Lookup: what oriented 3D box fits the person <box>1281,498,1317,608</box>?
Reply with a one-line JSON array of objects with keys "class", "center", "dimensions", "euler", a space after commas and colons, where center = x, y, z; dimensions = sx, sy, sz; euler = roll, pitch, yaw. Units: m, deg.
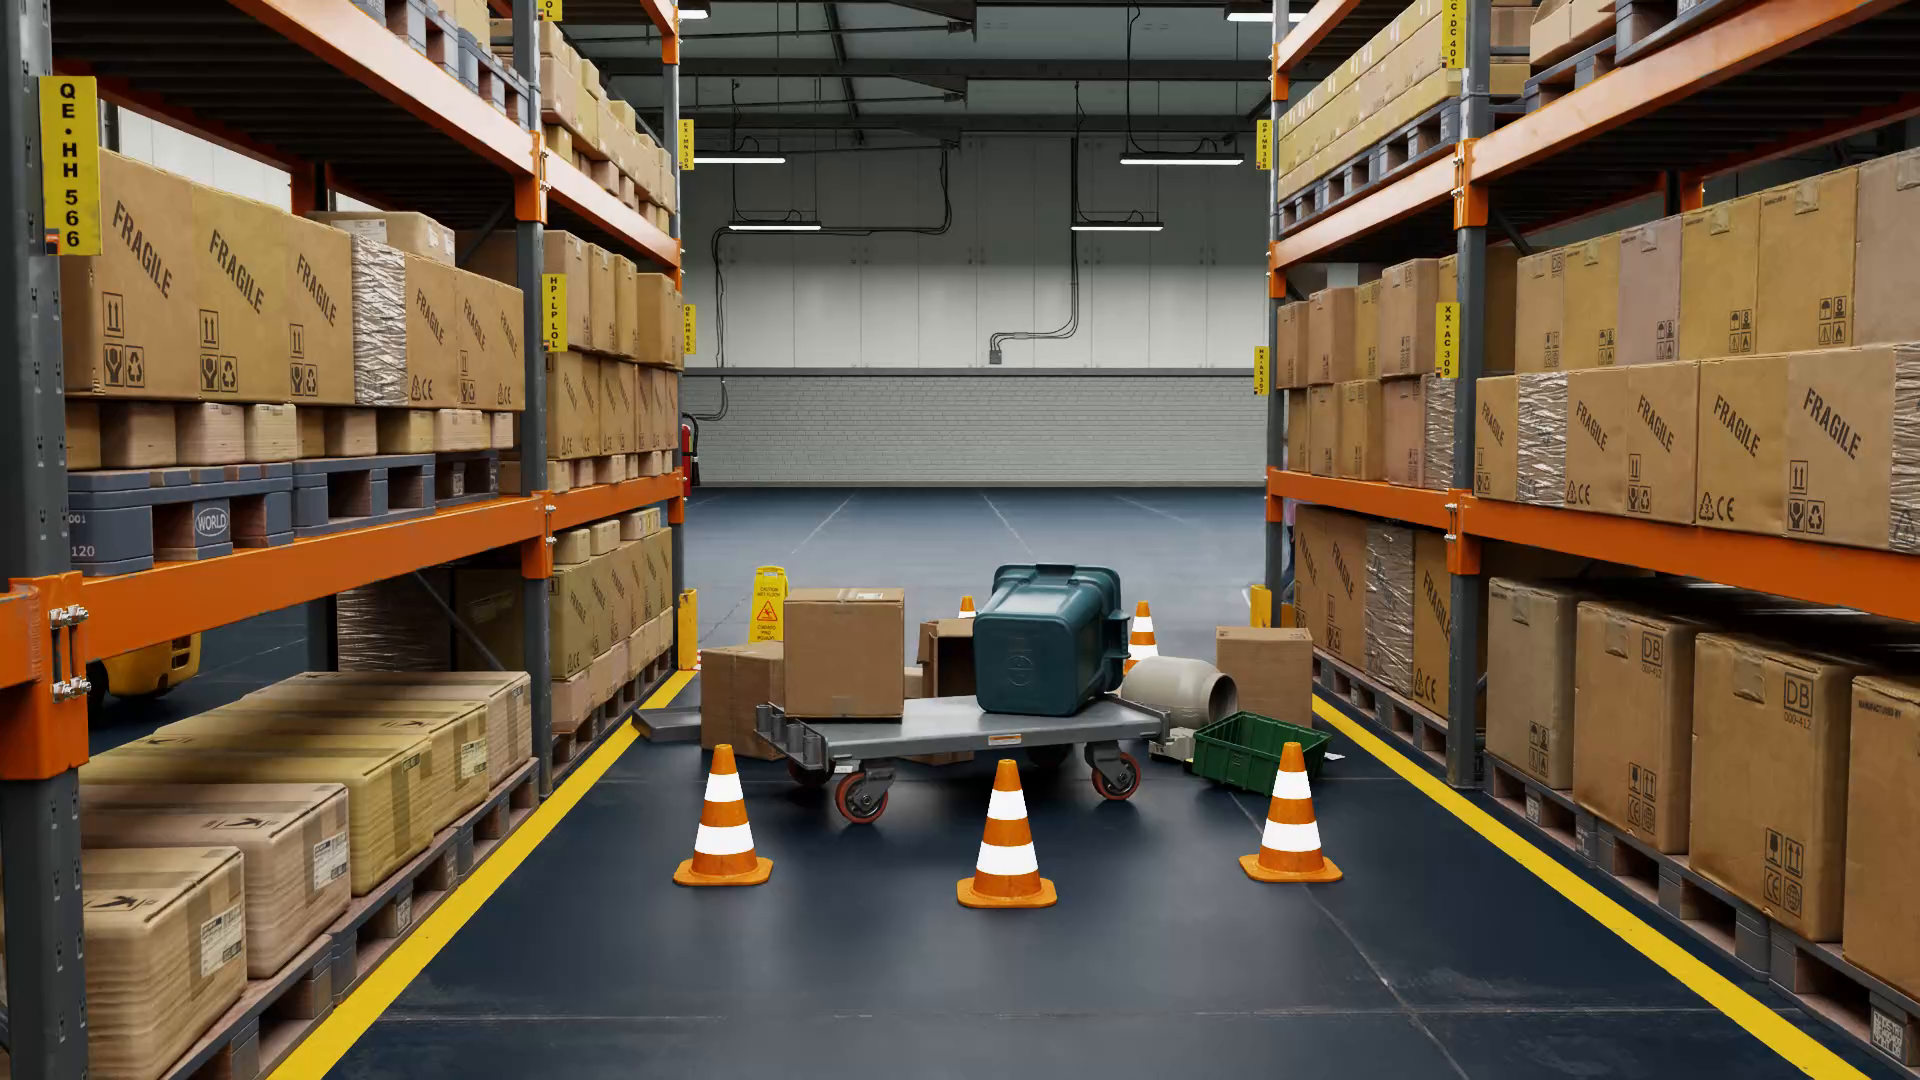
[{"class": "person", "center": [2.716, -0.093, 13.054], "dimensions": [0.485, 1.633, 0.406], "euler": [0, 4, 1]}]
